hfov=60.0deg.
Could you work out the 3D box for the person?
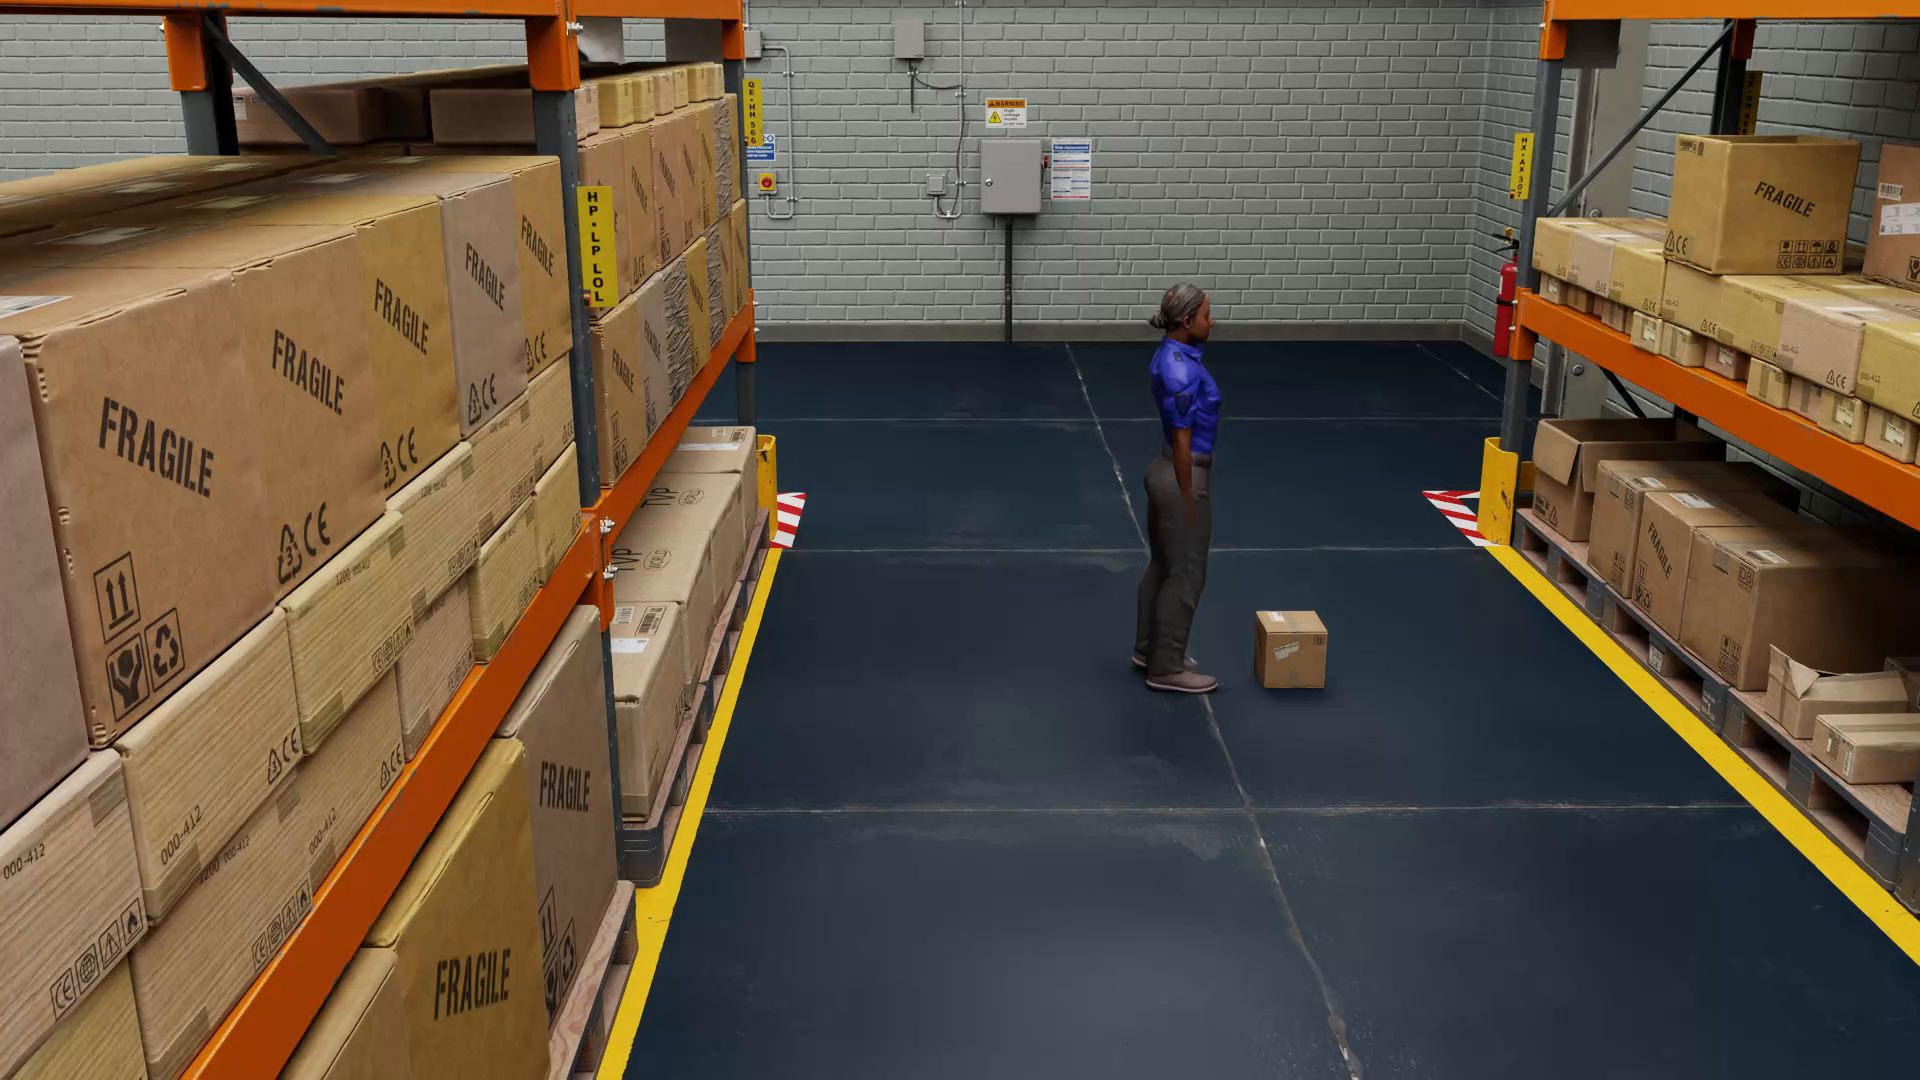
[{"bbox_3d":[0.897,-0.199,6.748,0.333,1.691,0.438,0,17,1],"label":"person"}]
